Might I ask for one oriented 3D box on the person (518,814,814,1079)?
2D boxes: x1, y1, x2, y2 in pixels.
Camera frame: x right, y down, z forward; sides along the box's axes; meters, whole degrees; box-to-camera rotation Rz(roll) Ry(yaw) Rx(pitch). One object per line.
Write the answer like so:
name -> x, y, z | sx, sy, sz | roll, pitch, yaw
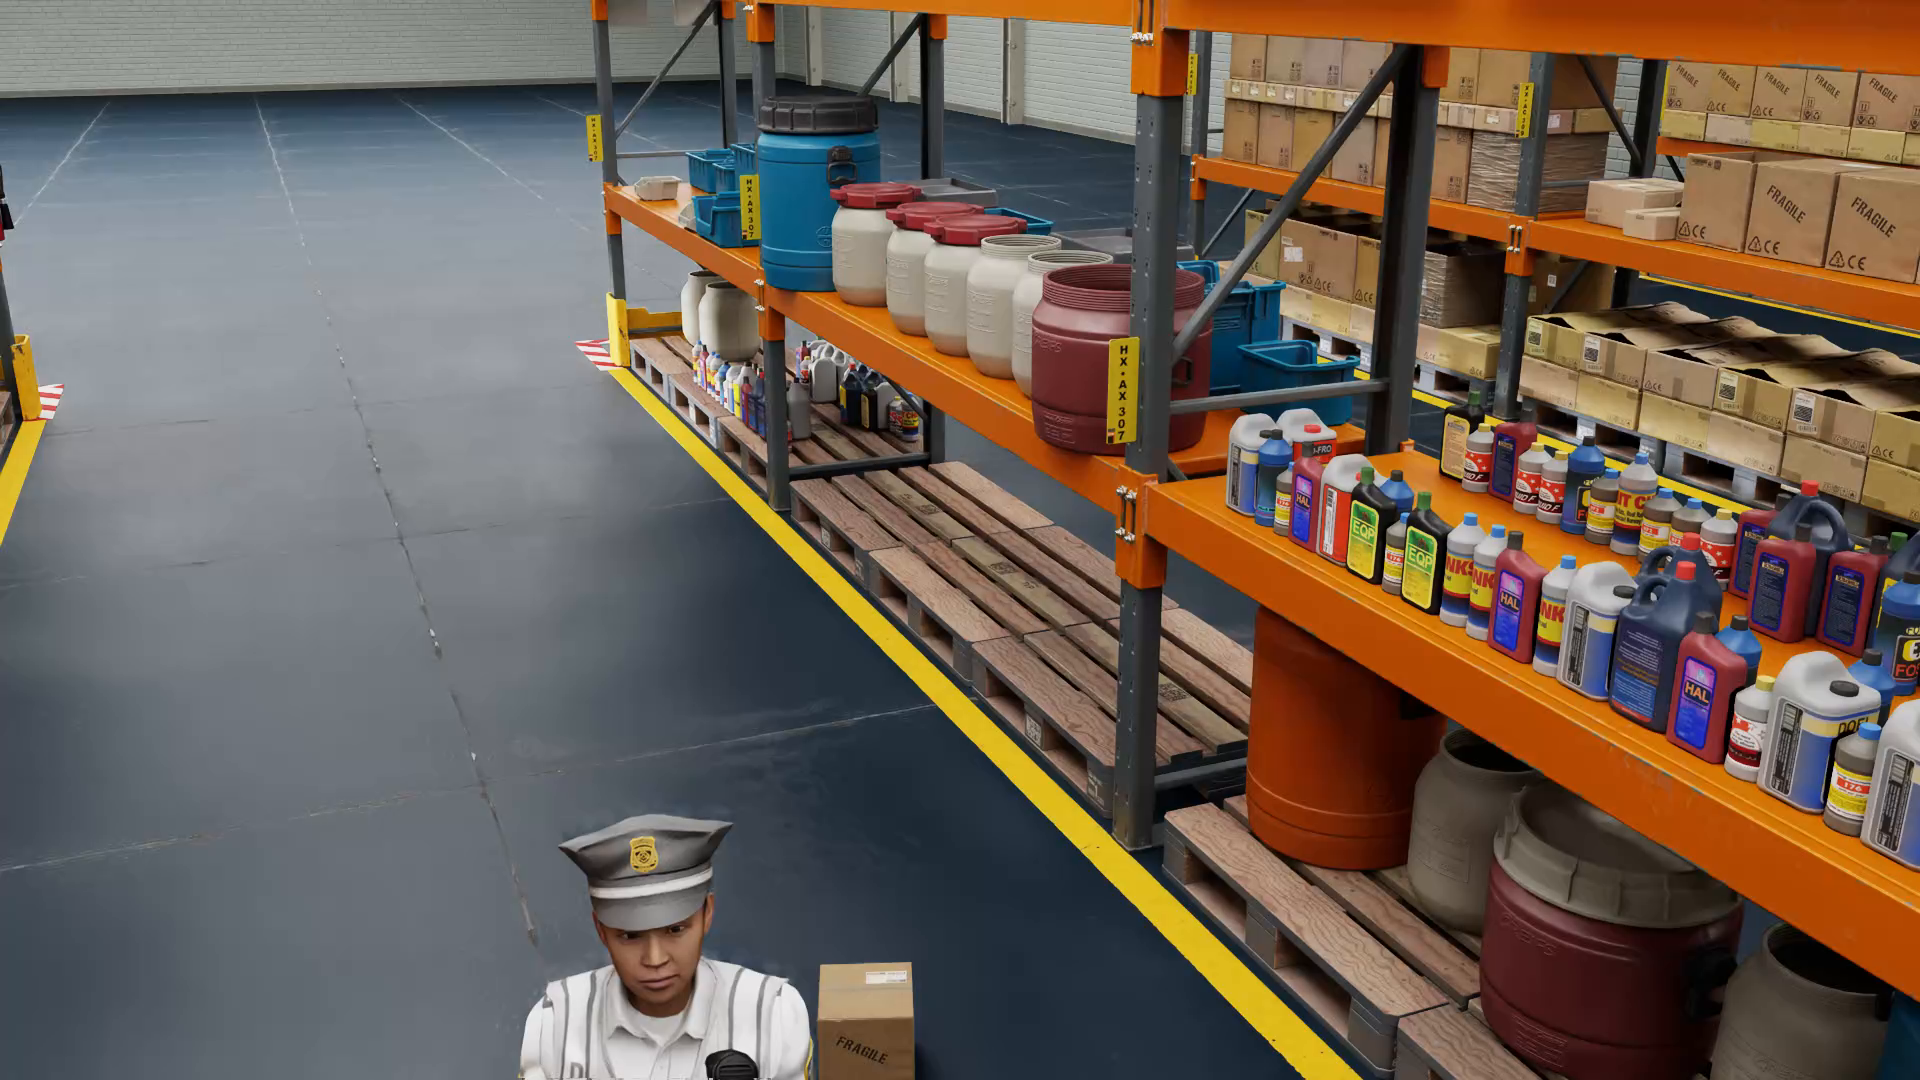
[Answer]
person -> -0.445, 1.198, 2.527 | 0.480, 1.681, 0.872 | 0, 19, 0
